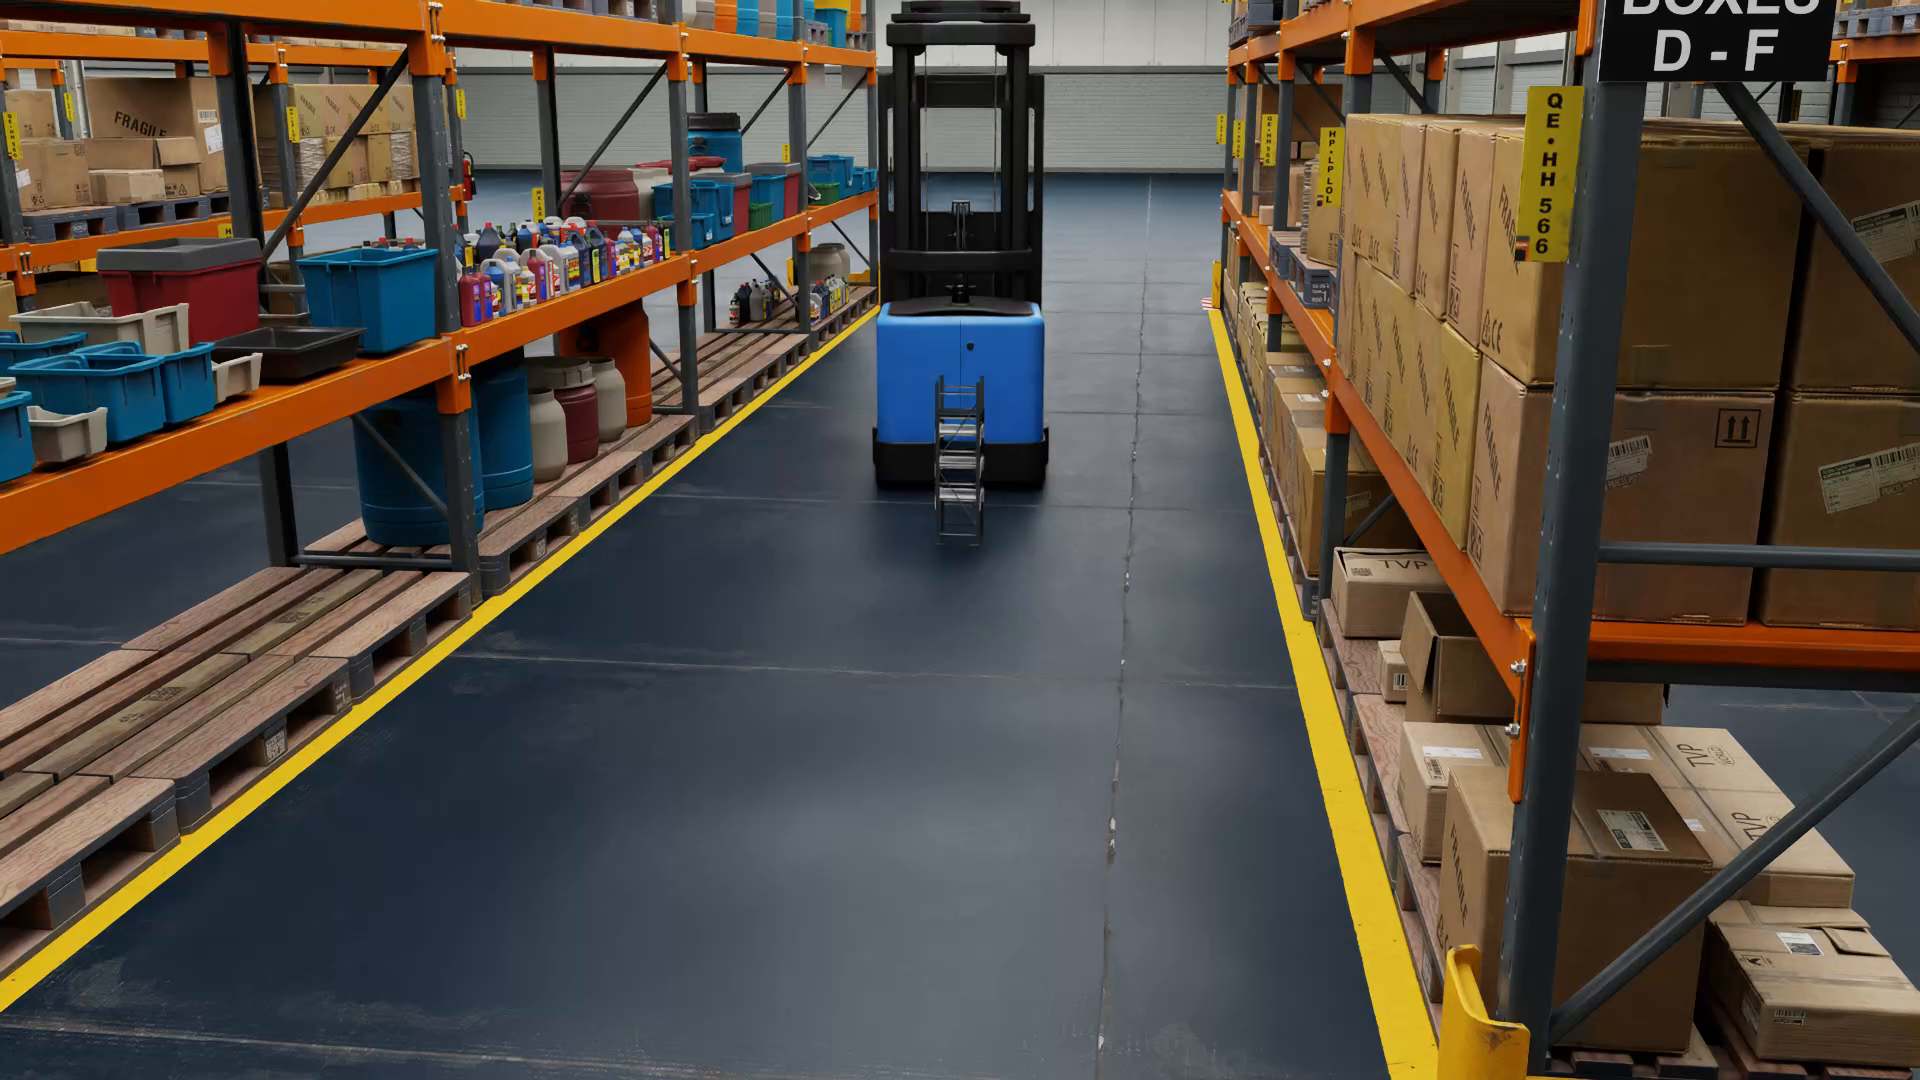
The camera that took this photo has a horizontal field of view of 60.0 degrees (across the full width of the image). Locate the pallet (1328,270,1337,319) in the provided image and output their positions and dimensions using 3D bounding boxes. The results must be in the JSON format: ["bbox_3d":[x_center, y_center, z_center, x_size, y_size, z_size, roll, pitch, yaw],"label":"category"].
[{"bbox_3d":[2.312,-1.106,7.875,1.003,0.211,1.213,2,15,6],"label":"pallet"}]

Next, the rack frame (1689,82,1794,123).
[{"bbox_3d":[8.390,-3.962,18.069,1.000,3.000,0.127,2,15,6],"label":"rack frame"}]

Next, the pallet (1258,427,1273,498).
[{"bbox_3d":[2.443,-0.494,10.584,1.003,0.211,1.213,2,15,6],"label":"pallet"}]

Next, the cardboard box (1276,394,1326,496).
[{"bbox_3d":[2.061,-0.527,9.311,0.500,0.500,0.500,1,15,4],"label":"cardboard box"}]

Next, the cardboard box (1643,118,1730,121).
[{"bbox_3d":[2.202,-1.123,5.463,0.500,0.500,0.500,2,15,7],"label":"cardboard box"}]

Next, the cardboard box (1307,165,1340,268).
[{"bbox_3d":[2.252,-1.706,8.728,0.700,0.500,0.500,-2,15,-8],"label":"cardboard box"}]

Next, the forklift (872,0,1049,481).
[{"bbox_3d":[0.007,-2.101,11.316,1.130,2.935,3.031,0,15,0],"label":"forklift"}]

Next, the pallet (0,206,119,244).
[{"bbox_3d":[-7.303,-2.420,12.735,1.213,0.211,1.003,2,15,6],"label":"pallet"}]

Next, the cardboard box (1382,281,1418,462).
[{"bbox_3d":[1.616,-0.525,5.164,0.500,0.500,0.500,1,15,5],"label":"cardboard box"}]

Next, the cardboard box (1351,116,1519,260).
[{"bbox_3d":[1.723,-1.278,6.035,0.500,0.500,0.500,1,15,5],"label":"cardboard box"}]

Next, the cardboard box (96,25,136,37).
[{"bbox_3d":[-6.865,-4.082,13.052,0.500,0.250,0.500,2,15,7],"label":"cardboard box"}]

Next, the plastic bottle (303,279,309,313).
[{"bbox_3d":[-3.084,-1.194,8.068,0.152,0.276,0.135,2,15,6],"label":"plastic bottle"}]

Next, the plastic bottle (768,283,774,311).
[{"bbox_3d":[-1.932,-2.466,16.896,0.061,0.283,0.133,2,15,6],"label":"plastic bottle"}]

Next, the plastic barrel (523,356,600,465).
[{"bbox_3d":[-2.522,-0.798,10.180,0.600,0.588,0.708,2,15,6],"label":"plastic barrel"}]

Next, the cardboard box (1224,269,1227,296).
[{"bbox_3d":[3.186,-2.850,18.419,0.500,0.250,0.500,2,15,6],"label":"cardboard box"}]

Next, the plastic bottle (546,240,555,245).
[{"bbox_3d":[-2.327,-1.573,9.479,0.097,0.271,0.097,0,15,0],"label":"plastic bottle"}]

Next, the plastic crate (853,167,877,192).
[{"bbox_3d":[-1.213,-4.044,18.655,0.499,0.251,0.616,2,15,6],"label":"plastic crate"}]

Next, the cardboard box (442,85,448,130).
[{"bbox_3d":[-6.192,-4.925,18.951,0.500,0.500,0.500,2,15,6],"label":"cardboard box"}]

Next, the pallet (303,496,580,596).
[{"bbox_3d":[-2.679,0.005,8.738,1.003,0.211,1.213,2,15,6],"label":"pallet"}]

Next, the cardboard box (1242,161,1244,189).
[{"bbox_3d":[3.286,-3.770,17.166,0.700,0.500,0.500,2,15,7],"label":"cardboard box"}]

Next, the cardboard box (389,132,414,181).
[{"bbox_3d":[-6.501,-4.188,18.144,0.875,0.500,0.500,2,15,6],"label":"cardboard box"}]

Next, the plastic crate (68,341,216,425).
[{"bbox_3d":[-2.722,-0.526,5.567,0.416,0.233,0.300,2,15,6],"label":"plastic crate"}]

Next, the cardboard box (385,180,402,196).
[{"bbox_3d":[-6.267,-3.807,17.974,0.380,0.149,0.250,2,15,6],"label":"cardboard box"}]

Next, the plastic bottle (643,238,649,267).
[{"bbox_3d":[-2.046,-1.851,10.643,0.097,0.201,0.097,0,15,0],"label":"plastic bottle"}]

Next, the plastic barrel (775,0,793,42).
[{"bbox_3d":[-1.747,-4.768,14.343,0.600,0.901,0.708,2,15,6],"label":"plastic barrel"}]

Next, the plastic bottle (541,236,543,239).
[{"bbox_3d":[-2.778,-1.926,10.919,0.097,0.201,0.097,0,15,0],"label":"plastic bottle"}]

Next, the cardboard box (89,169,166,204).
[{"bbox_3d":[-6.860,-2.883,13.562,0.500,0.250,0.500,1,15,5],"label":"cardboard box"}]

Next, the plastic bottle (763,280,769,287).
[{"bbox_3d":[-2.018,-2.574,17.317,0.097,0.271,0.097,0,15,0],"label":"plastic bottle"}]

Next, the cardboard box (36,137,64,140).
[{"bbox_3d":[-11.289,-4.547,19.944,0.875,0.550,0.550,2,15,6],"label":"cardboard box"}]

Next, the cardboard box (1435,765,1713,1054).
[{"bbox_3d":[1.479,0.889,4.076,0.500,0.500,0.500,2,15,6],"label":"cardboard box"}]

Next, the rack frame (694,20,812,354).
[{"bbox_3d":[-1.905,-3.217,15.311,1.000,3.000,0.127,2,15,6],"label":"rack frame"}]

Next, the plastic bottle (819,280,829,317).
[{"bbox_3d":[-1.380,-2.396,16.510,0.144,0.351,0.185,1,15,4],"label":"plastic bottle"}]

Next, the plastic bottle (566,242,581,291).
[{"bbox_3d":[-2.195,-1.543,9.370,0.097,0.271,0.097,0,15,0],"label":"plastic bottle"}]

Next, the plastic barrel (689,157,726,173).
[{"bbox_3d":[-2.231,-3.041,14.400,0.433,0.535,0.433,0,15,0],"label":"plastic barrel"}]

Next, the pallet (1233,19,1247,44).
[{"bbox_3d":[3.227,-5.013,16.376,1.003,0.211,1.213,2,15,6],"label":"pallet"}]

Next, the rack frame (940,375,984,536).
[{"bbox_3d":[0.011,-0.459,9.134,0.240,0.900,0.006,2,15,6],"label":"rack frame"}]

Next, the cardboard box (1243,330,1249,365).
[{"bbox_3d":[2.610,-1.581,13.725,0.500,0.250,0.500,1,15,5],"label":"cardboard box"}]

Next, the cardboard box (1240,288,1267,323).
[{"bbox_3d":[2.660,-1.986,14.150,0.500,0.311,0.500,2,15,6],"label":"cardboard box"}]

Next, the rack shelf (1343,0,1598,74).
[{"bbox_3d":[1.888,-1.577,4.879,1.077,0.370,4.000,2,15,6],"label":"rack shelf"}]

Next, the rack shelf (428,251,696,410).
[{"bbox_3d":[-2.582,-1.313,9.650,1.077,0.370,4.000,2,15,6],"label":"rack shelf"}]

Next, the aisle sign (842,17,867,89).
[{"bbox_3d":[-1.150,-5.519,18.845,0.394,0.787,0.004,2,15,6],"label":"aisle sign"}]

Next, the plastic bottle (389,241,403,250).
[{"bbox_3d":[-2.886,-1.362,8.546,0.144,0.351,0.185,2,15,6],"label":"plastic bottle"}]

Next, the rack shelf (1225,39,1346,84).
[{"bbox_3d":[3.242,-4.689,16.389,1.077,0.370,4.000,2,15,6],"label":"rack shelf"}]

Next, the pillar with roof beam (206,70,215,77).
[{"bbox_3d":[-15.143,-13.677,42.503,9.100,9.000,0.400,2,15,6],"label":"pillar with roof beam"}]

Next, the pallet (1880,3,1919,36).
[{"bbox_3d":[7.649,-3.856,12.290,1.213,0.211,1.003,2,15,6],"label":"pallet"}]

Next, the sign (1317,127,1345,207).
[{"bbox_3d":[1.562,-1.569,7.001,0.100,0.325,0.005,2,15,6],"label":"sign"}]

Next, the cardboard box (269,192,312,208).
[{"bbox_3d":[-6.503,-3.288,16.057,0.380,0.149,0.250,2,15,6],"label":"cardboard box"}]

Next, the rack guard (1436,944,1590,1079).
[{"bbox_3d":[1.671,1.229,3.658,1.175,0.500,0.348,2,15,6],"label":"rack guard"}]

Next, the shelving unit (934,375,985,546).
[{"bbox_3d":[-0.001,-0.432,9.037,0.258,0.900,0.210,2,15,6],"label":"shelving unit"}]

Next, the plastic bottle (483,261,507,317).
[{"bbox_3d":[-2.322,-1.253,8.294,0.097,0.271,0.097,0,15,0],"label":"plastic bottle"}]

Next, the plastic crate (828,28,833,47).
[{"bbox_3d":[-1.456,-4.964,16.431,0.336,0.188,0.450,2,15,6],"label":"plastic crate"}]
